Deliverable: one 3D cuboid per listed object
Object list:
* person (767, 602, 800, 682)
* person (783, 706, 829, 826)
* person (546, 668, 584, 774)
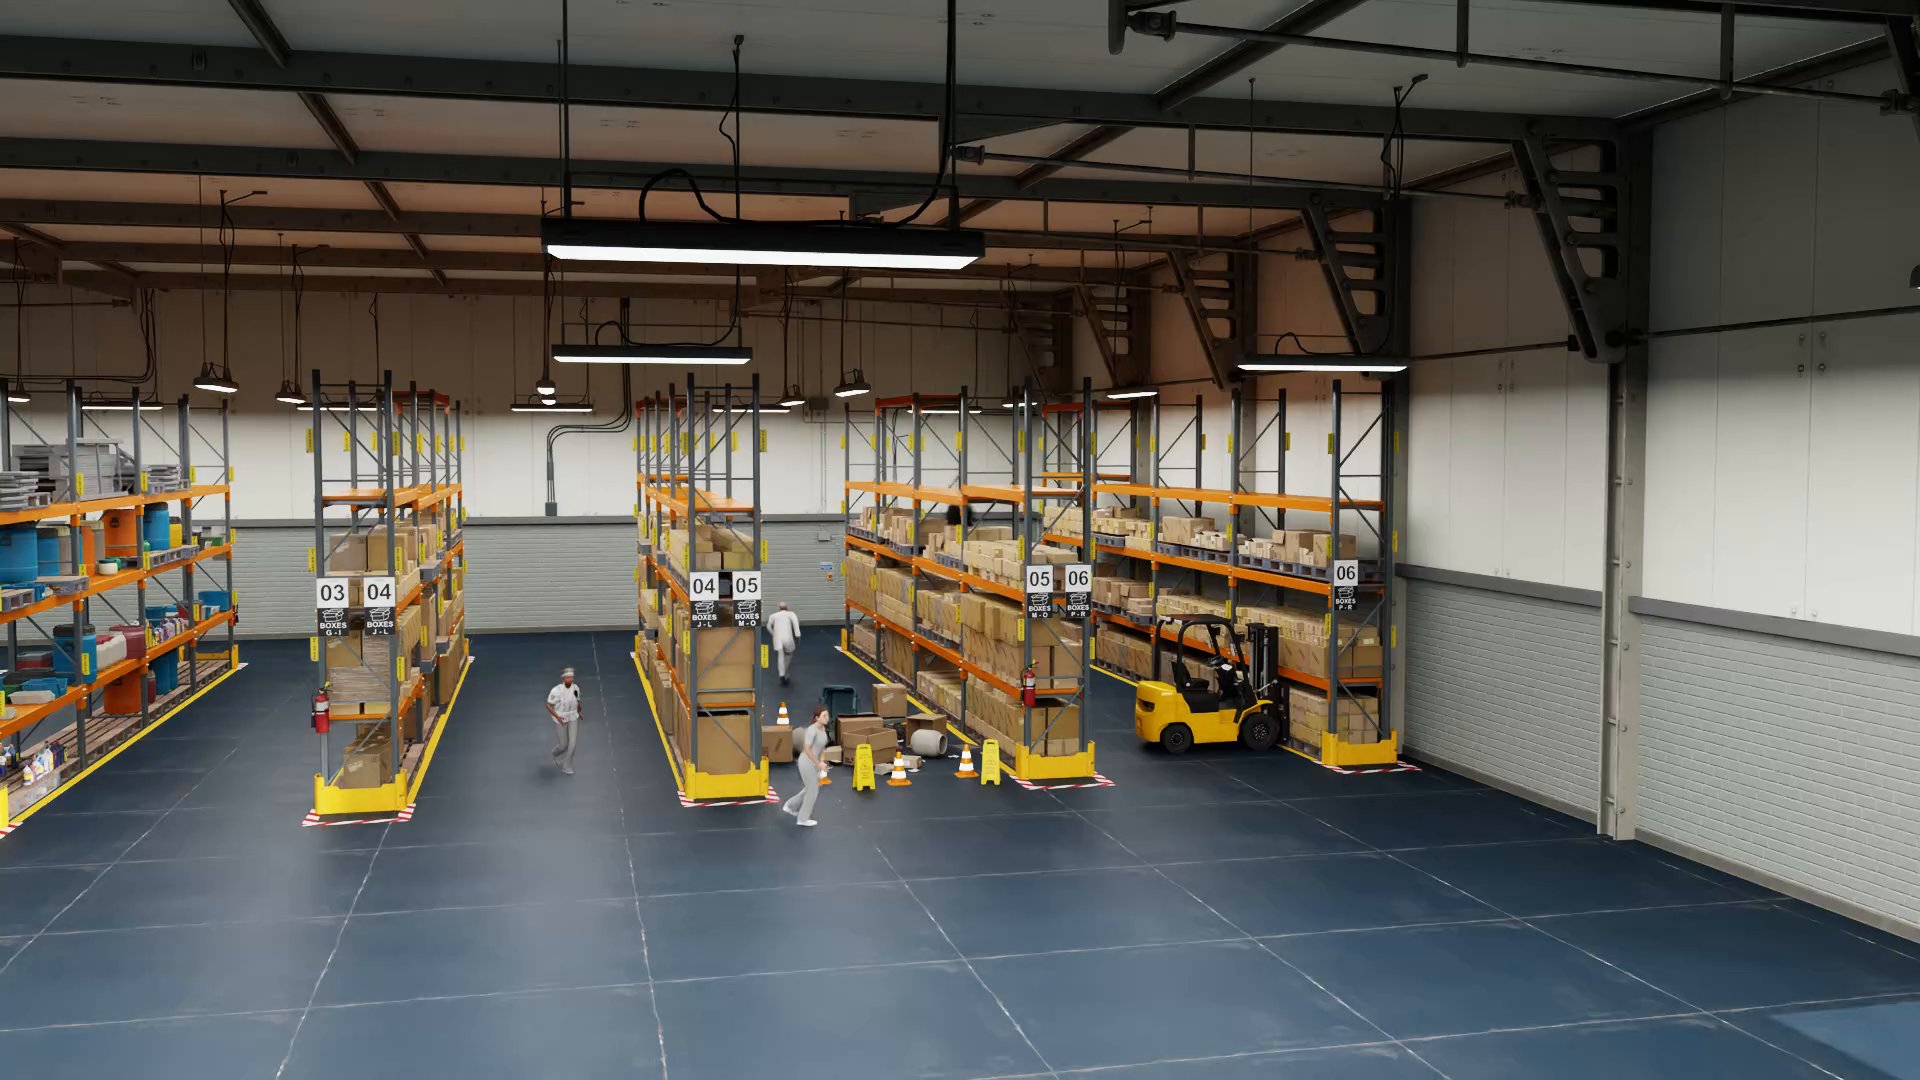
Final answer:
[{"bbox_3d":[-3.725,2.154,34.948,0.729,1.616,1.159,0,3,1],"label":"person"},{"bbox_3d":[-2.017,2.945,21.768,0.701,1.594,0.557,1,3,15],"label":"person"},{"bbox_3d":[-6.036,2.734,25.344,0.573,1.631,0.596,-2,4,-35],"label":"person"}]
